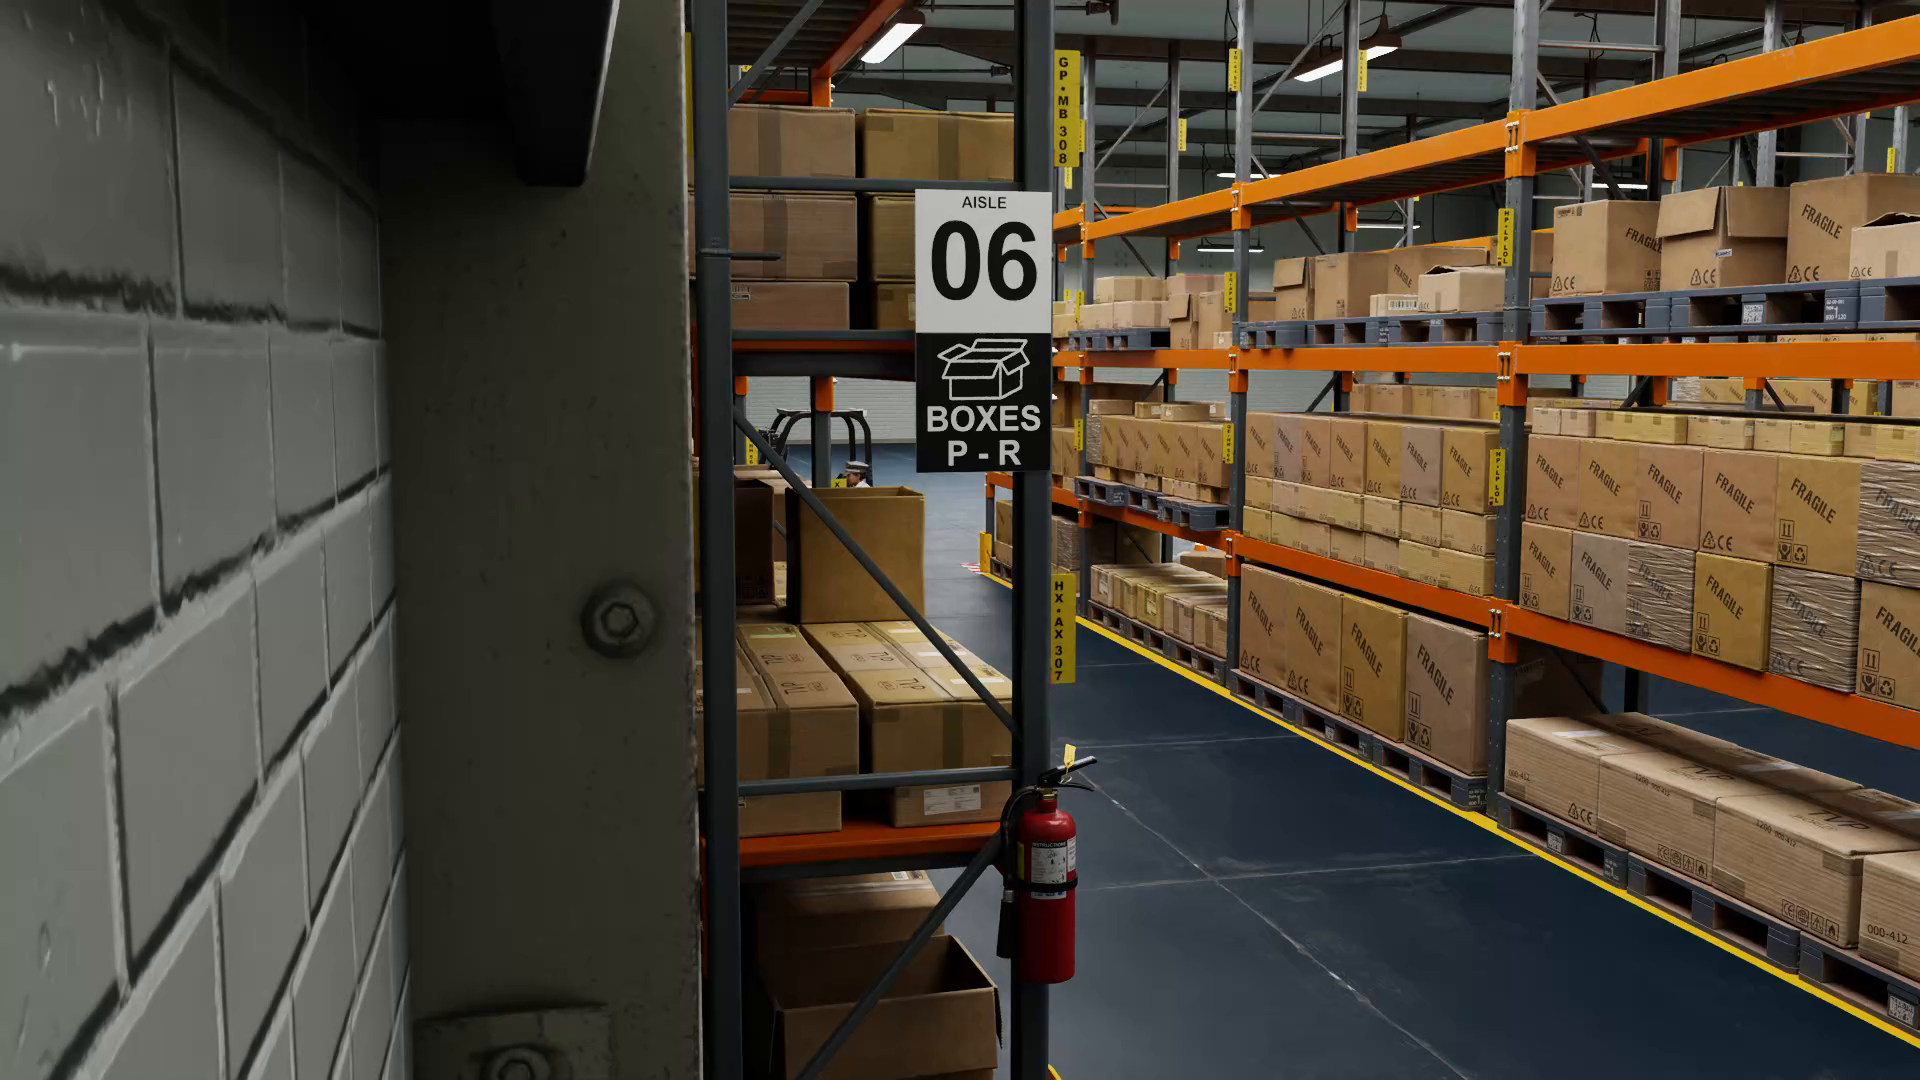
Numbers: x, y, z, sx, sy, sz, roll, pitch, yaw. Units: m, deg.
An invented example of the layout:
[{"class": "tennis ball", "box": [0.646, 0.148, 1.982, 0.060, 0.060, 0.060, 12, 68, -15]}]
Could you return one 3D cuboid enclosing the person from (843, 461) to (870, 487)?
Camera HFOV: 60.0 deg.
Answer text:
[{"class": "person", "box": [-1.044, -0.002, 17.495, 0.376, 1.663, 0.544, -2, 7, -17]}]
